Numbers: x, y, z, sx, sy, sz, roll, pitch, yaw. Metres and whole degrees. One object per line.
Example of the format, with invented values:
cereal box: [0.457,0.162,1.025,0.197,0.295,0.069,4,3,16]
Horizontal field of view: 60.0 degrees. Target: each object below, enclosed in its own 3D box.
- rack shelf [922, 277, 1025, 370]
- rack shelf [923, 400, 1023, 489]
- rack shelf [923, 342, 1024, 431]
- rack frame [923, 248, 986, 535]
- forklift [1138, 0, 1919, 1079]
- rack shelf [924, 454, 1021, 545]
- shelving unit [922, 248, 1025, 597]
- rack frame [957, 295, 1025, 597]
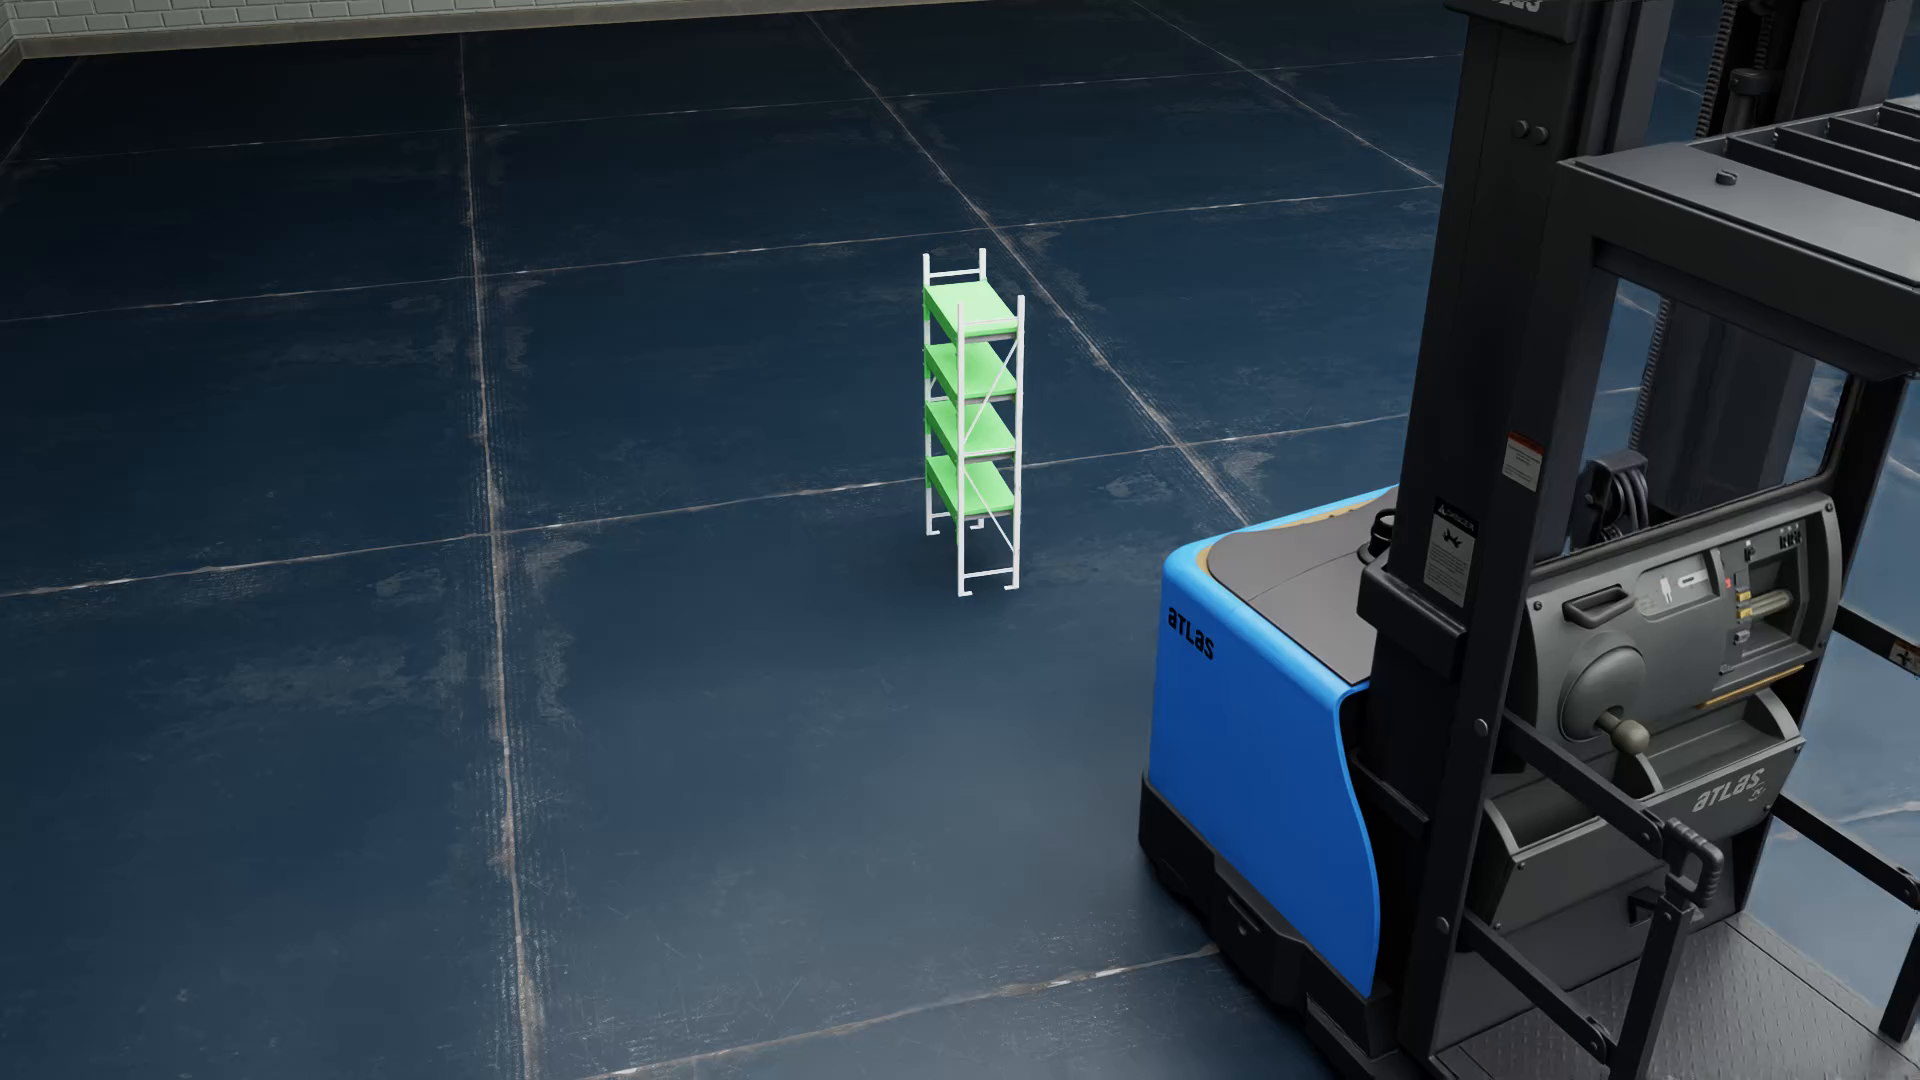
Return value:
rack shelf: [0.044,-0.799,6.103,0.258,0.148,0.480,-8,31,-13]
rack shelf: [0.044,-0.384,6.343,0.258,0.148,0.480,-8,31,-13]
rack shelf: [0.044,-0.592,6.223,0.258,0.148,0.480,-8,31,-13]
rack frame: [-0.021,-0.557,6.515,0.240,1.200,0.015,-8,31,-13]
forklift: [1.676,0.226,3.433,1.130,2.935,3.031,-15,33,-24]
rack shelf: [0.044,-0.176,6.464,0.258,0.148,0.480,-8,31,-13]
shelving unit: [0.044,-0.439,6.311,0.258,1.200,0.503,-8,31,-13]
rack frame: [0.109,-0.321,6.108,0.240,1.200,0.015,-8,31,-13]
